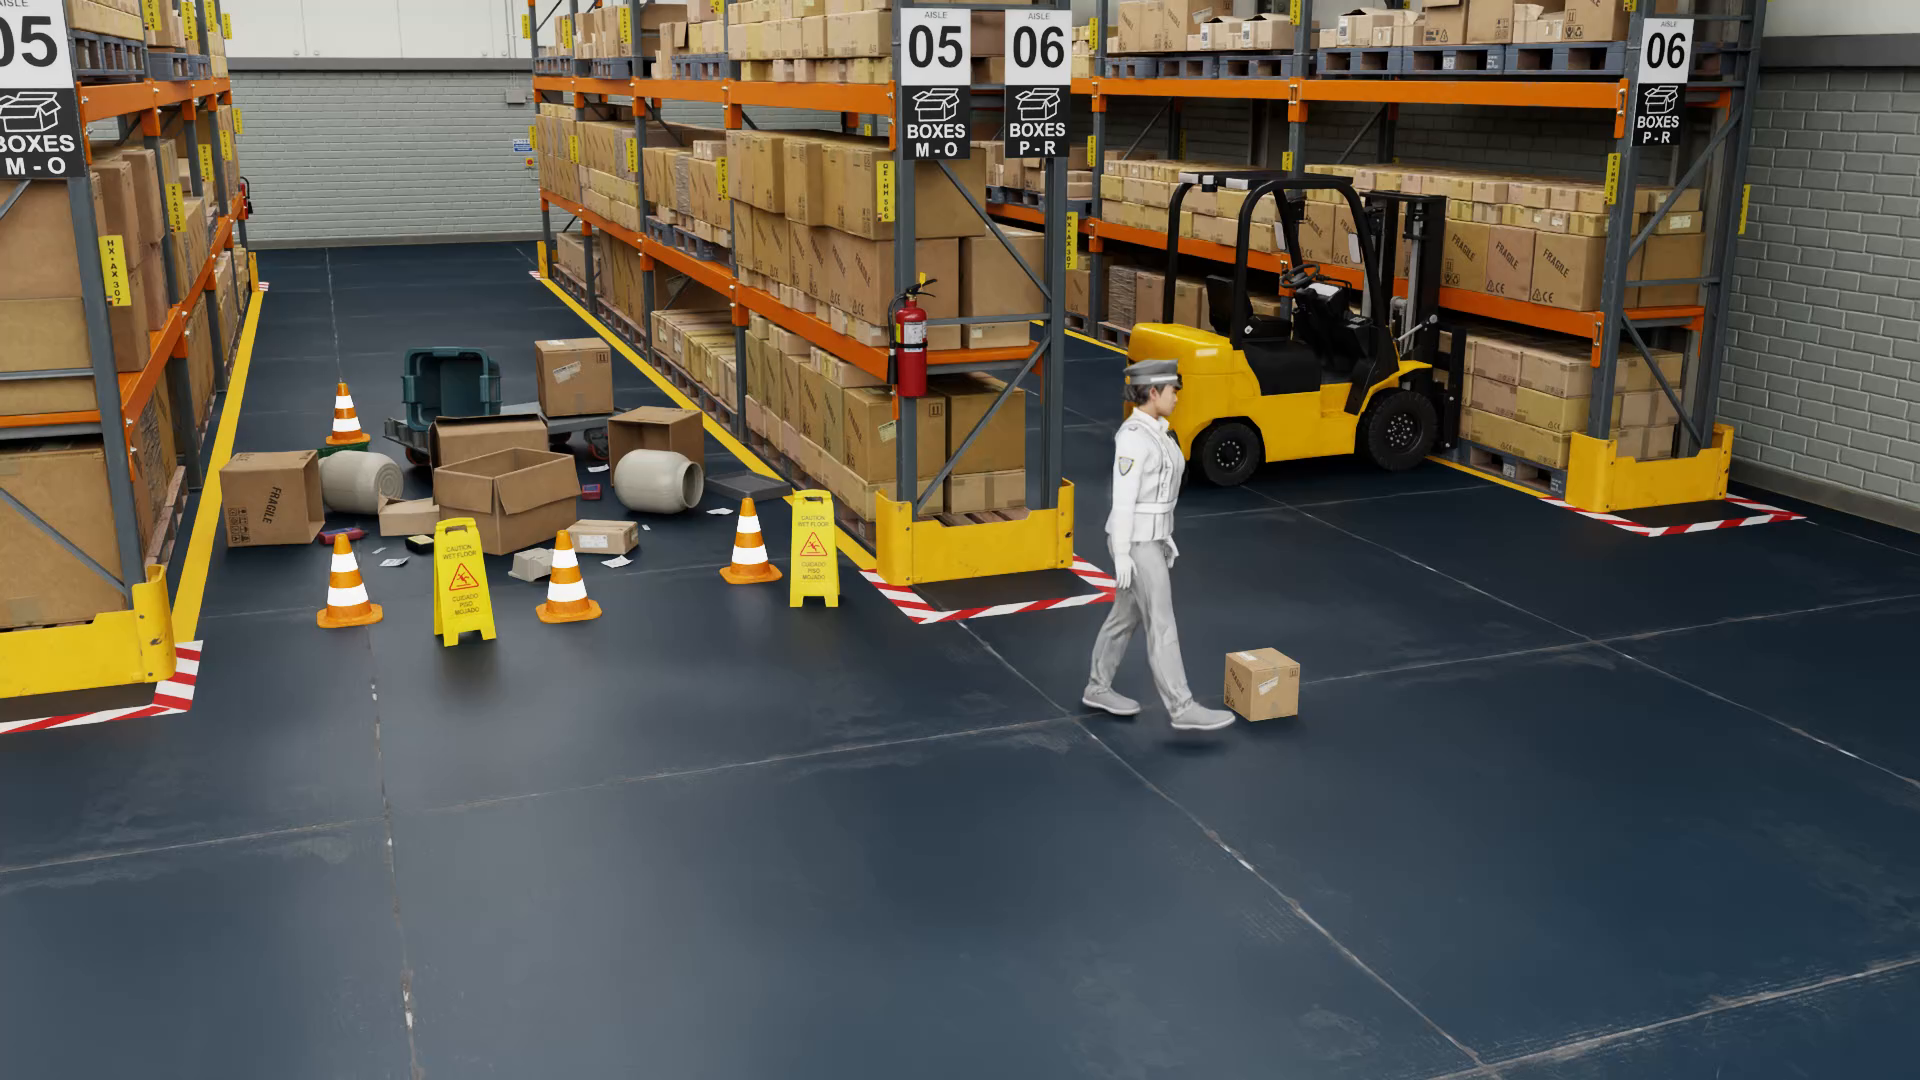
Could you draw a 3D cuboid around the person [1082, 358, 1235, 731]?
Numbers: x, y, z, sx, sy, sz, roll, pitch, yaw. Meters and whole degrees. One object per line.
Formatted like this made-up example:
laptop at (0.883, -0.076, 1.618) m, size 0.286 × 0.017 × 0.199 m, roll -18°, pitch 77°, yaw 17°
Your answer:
person at (0.913, 0.018, 7.408) m, size 0.732 × 1.646 × 0.511 m, roll 5°, pitch 16°, yaw 17°
